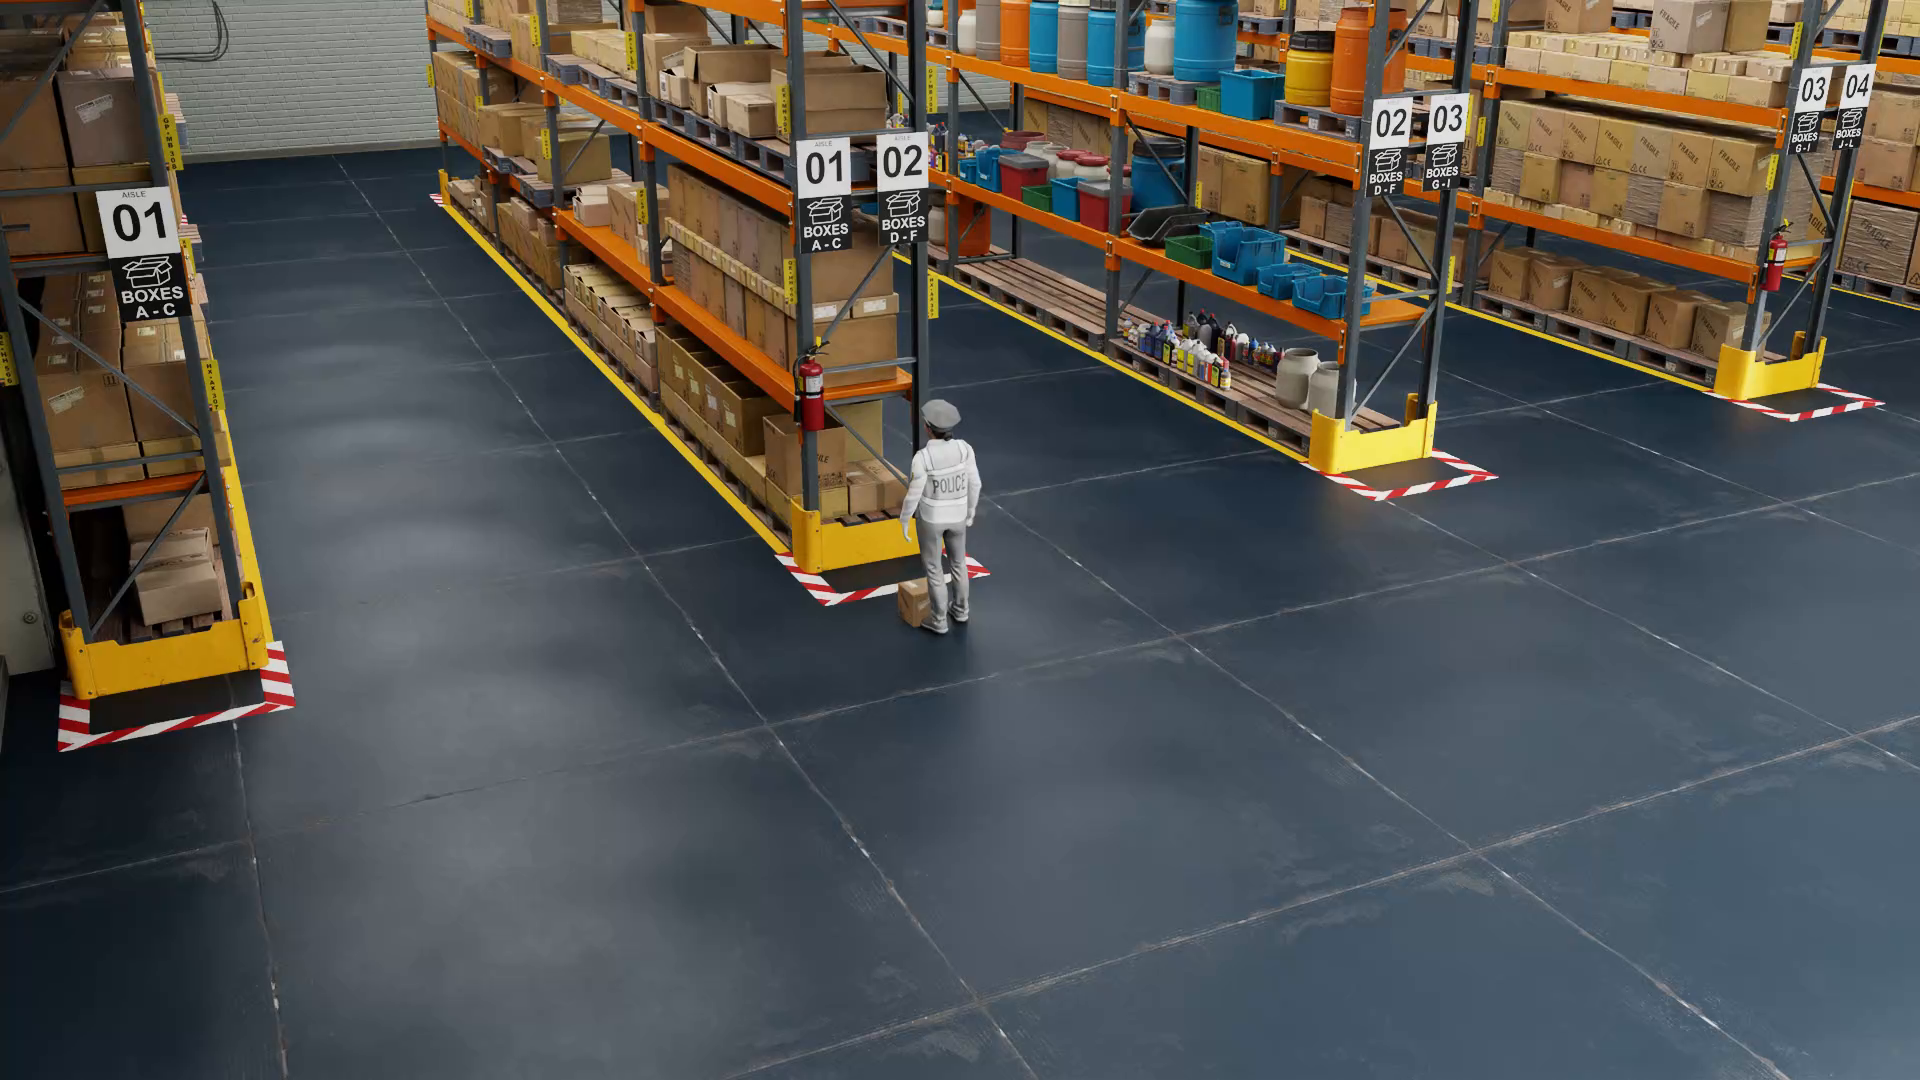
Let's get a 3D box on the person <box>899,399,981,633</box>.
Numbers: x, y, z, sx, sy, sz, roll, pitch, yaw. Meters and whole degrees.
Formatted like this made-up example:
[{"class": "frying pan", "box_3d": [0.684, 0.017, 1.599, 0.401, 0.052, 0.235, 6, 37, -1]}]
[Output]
[{"class": "person", "box_3d": [-0.158, -0.171, 11.347, 0.586, 1.694, 0.531, -10, 24, -24]}]
